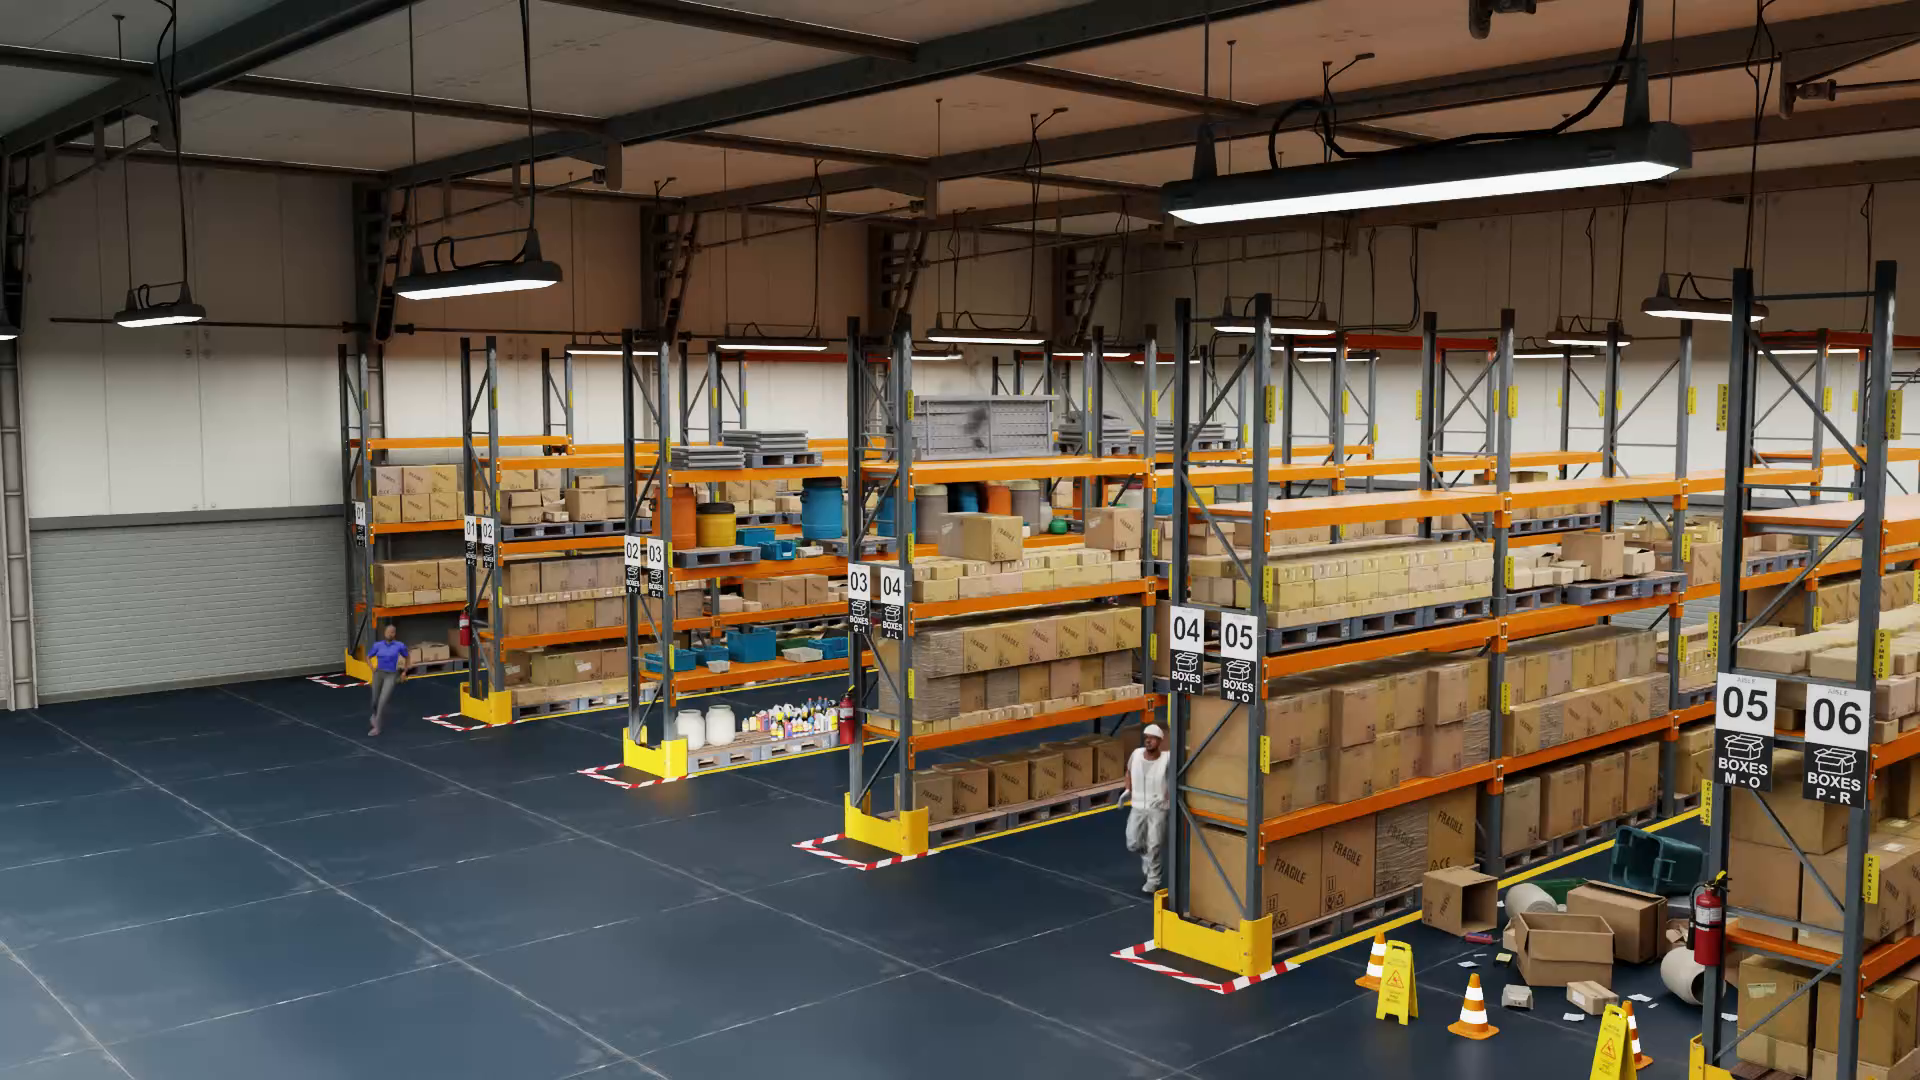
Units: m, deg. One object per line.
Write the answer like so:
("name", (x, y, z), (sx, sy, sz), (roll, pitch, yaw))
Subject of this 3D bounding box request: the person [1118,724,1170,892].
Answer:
("person", (1.962, 2.766, 17.173), (0.687, 1.734, 0.596), (3, 6, 30))

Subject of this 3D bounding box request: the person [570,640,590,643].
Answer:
("person", (-6.660, 1.654, 29.462), (0.653, 1.750, 0.720), (3, 6, 33))

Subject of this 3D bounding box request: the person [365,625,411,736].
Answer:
("person", (-8.685, 2.095, 25.193), (0.655, 1.616, 0.901), (-1, 5, -9))
